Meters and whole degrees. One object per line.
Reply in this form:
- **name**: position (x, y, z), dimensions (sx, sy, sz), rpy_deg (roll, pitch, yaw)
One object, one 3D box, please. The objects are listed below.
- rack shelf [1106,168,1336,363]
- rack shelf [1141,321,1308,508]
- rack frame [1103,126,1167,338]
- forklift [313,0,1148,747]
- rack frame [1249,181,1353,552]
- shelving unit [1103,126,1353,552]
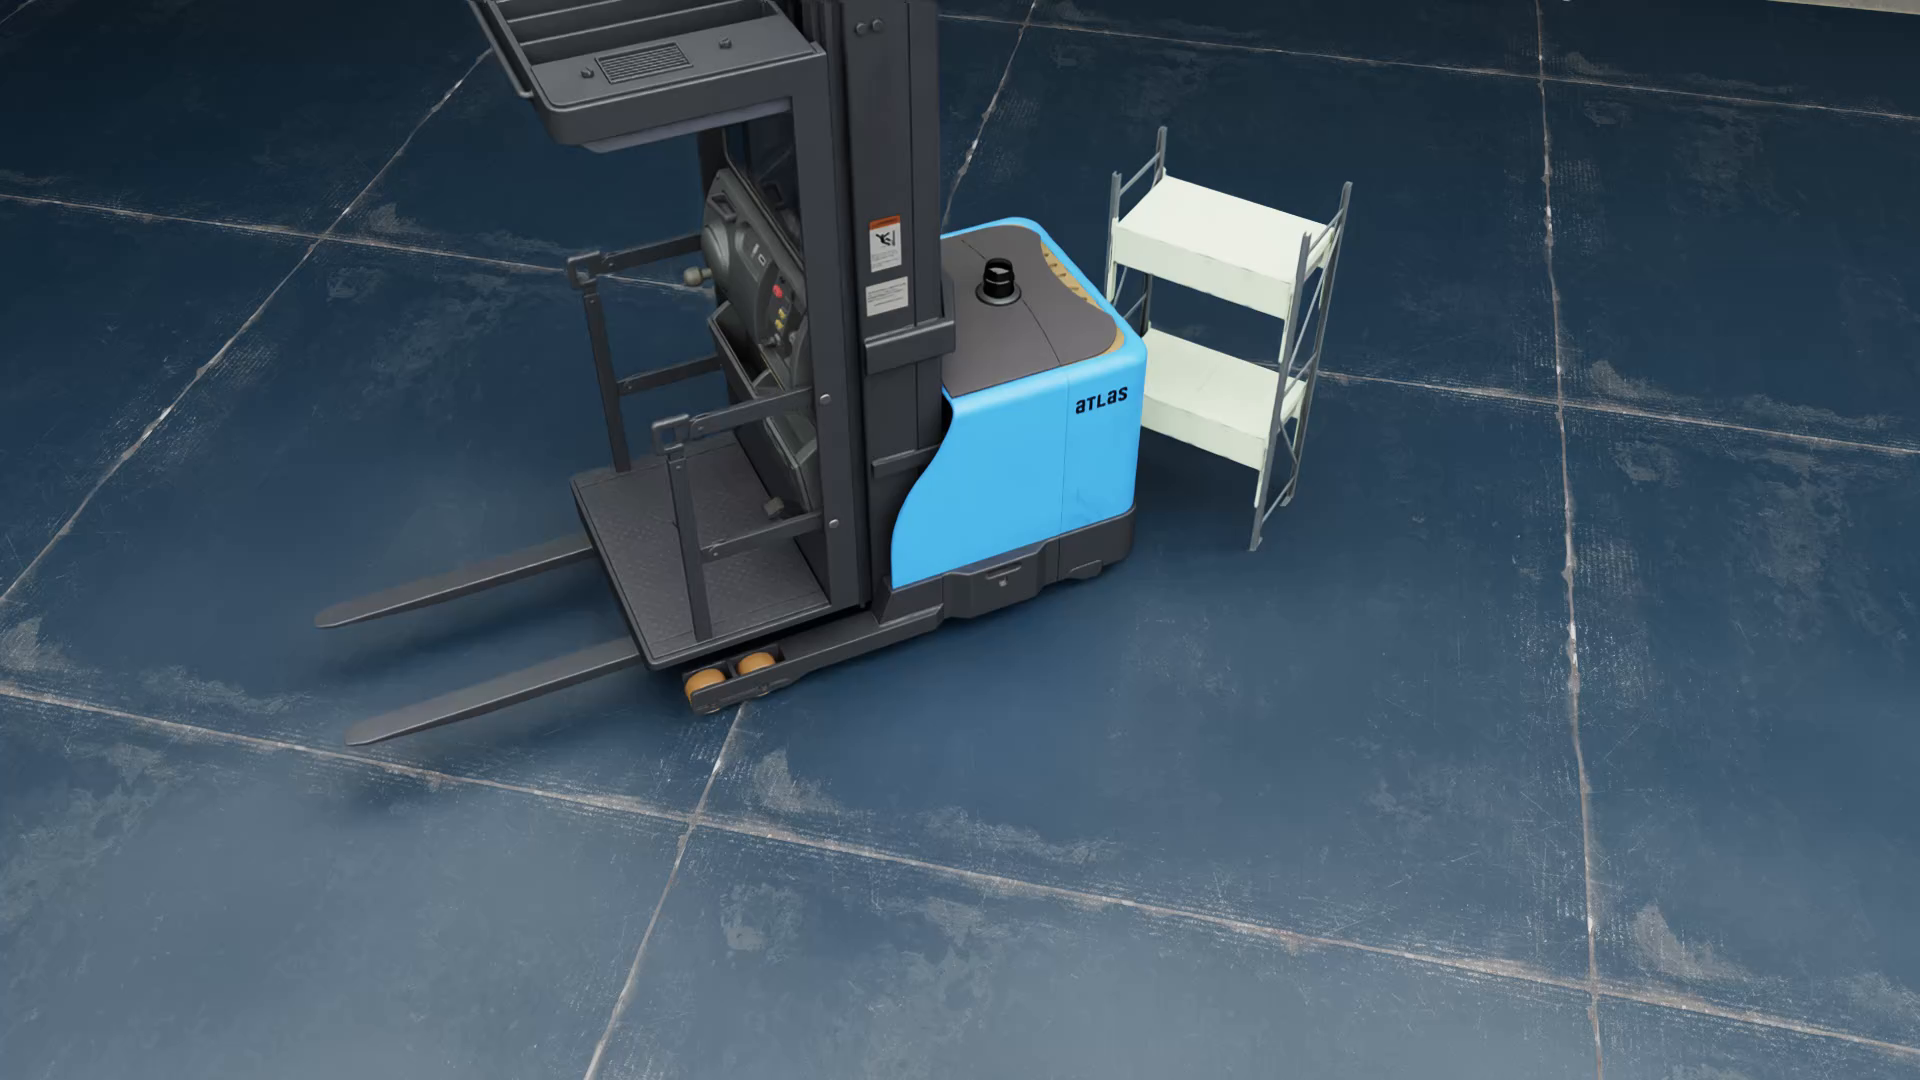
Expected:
- **rack shelf**: position (0.969, -1.027, 6.173), dimensions (0.720, 0.370, 0.431), rpy_deg (23, 48, 22)
- **rack shelf**: position (0.969, -0.511, 6.670), dimensions (0.720, 0.370, 0.431), rpy_deg (23, 48, 22)
- **rack frame**: position (0.657, -0.879, 6.582), dimensions (0.023, 1.500, 0.400), rpy_deg (23, 48, 22)
- **forklift**: position (-0.872, -0.841, 5.511), dimensions (3.031, 2.935, 1.130), rpy_deg (-18, 47, -18)
- **rack frame**: position (1.281, -0.613, 6.306), dimensions (0.023, 1.500, 0.400), rpy_deg (23, 48, 22)
- **shelving unit**: position (0.969, -0.746, 6.444), dimensions (0.755, 1.500, 0.431), rpy_deg (23, 48, 22)
